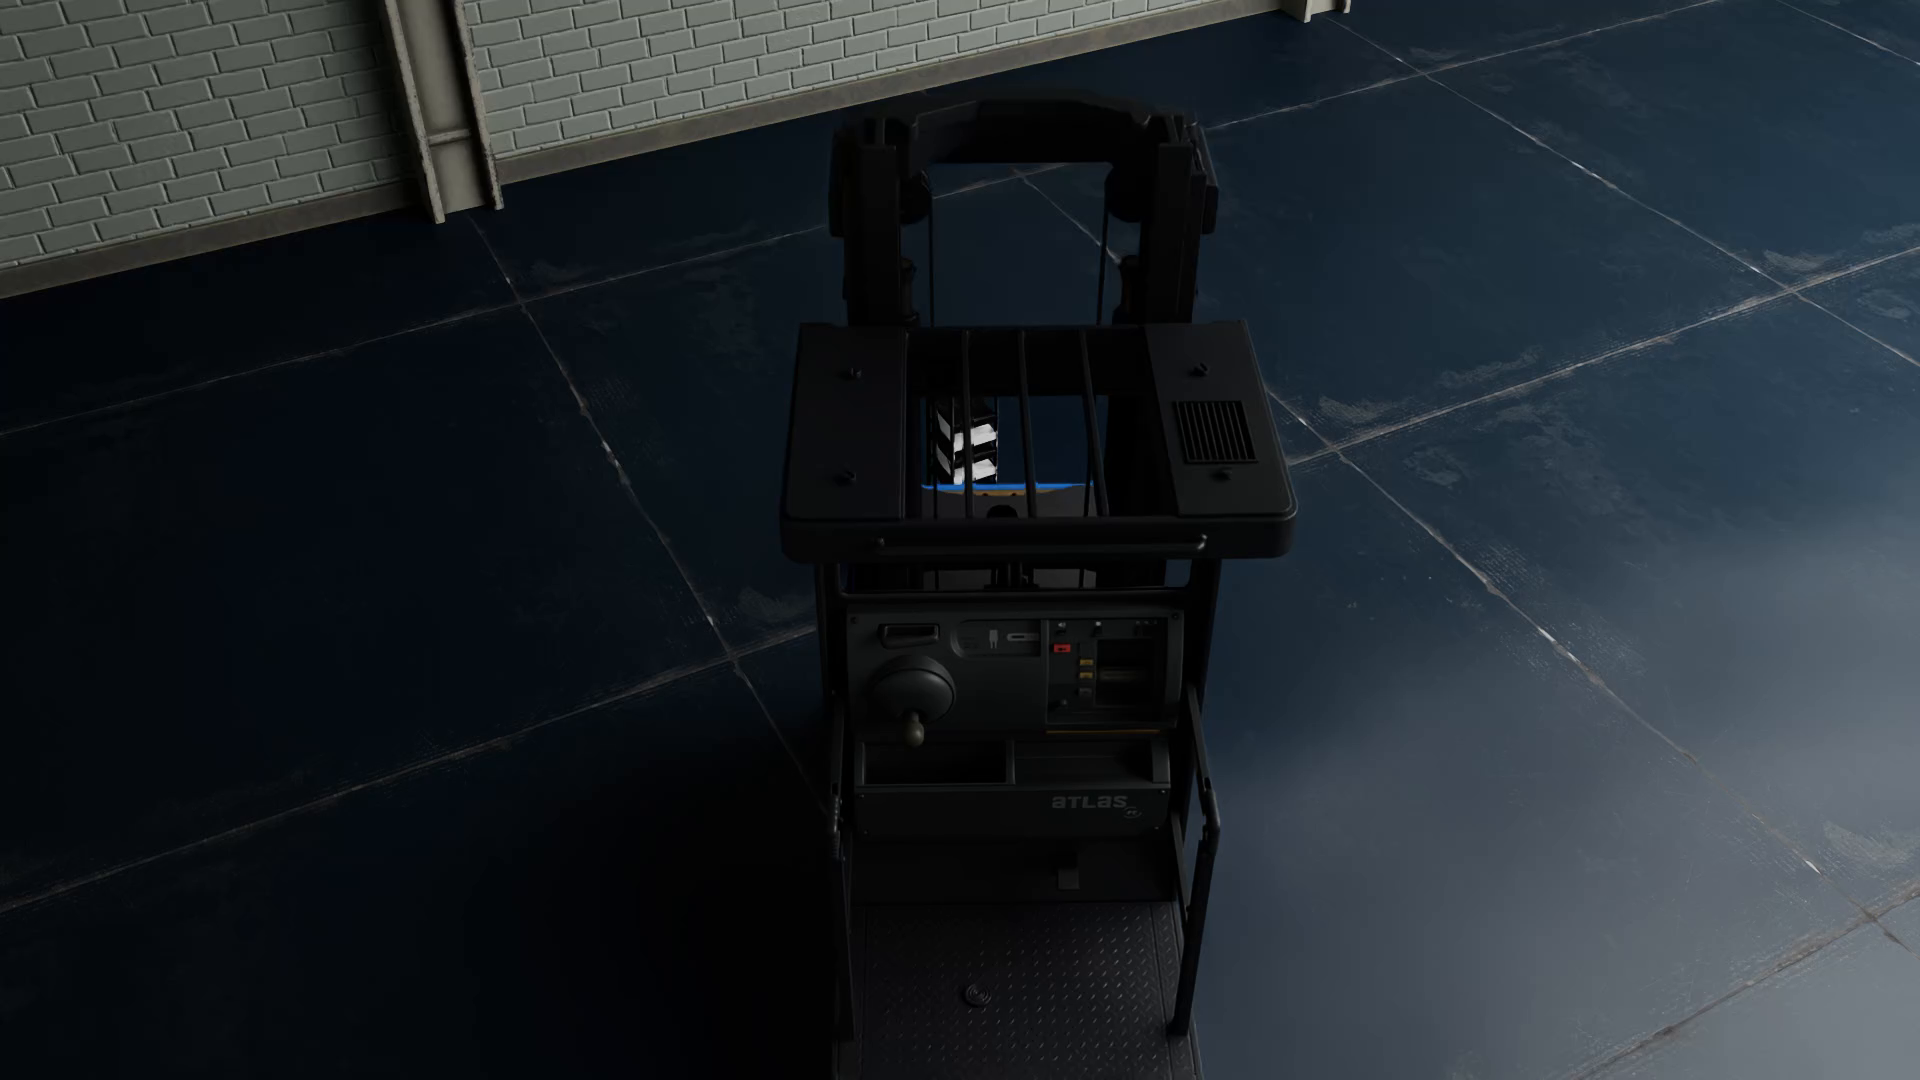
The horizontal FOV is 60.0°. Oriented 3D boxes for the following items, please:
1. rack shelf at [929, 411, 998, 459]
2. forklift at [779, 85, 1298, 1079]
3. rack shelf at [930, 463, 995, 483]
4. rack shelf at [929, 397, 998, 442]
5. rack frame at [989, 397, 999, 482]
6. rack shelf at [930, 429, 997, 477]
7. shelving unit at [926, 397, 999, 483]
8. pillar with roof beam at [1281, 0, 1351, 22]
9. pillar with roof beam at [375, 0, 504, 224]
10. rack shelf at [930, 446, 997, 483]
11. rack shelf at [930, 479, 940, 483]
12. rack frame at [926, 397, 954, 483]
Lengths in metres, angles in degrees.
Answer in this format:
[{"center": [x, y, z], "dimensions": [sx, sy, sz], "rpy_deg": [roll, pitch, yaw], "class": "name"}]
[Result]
[{"center": [0.007, -0.458, 6.867], "dimensions": [0.200, 0.077, 0.258], "rpy_deg": [-19, 44, -21], "class": "rack shelf"}, {"center": [0.158, 0.449, 4.451], "dimensions": [1.130, 2.935, 3.031], "rpy_deg": [-1, 40, -1], "class": "forklift"}, {"center": [0.007, -0.252, 7.042], "dimensions": [0.200, 0.077, 0.258], "rpy_deg": [-19, 44, -21], "class": "rack shelf"}, {"center": [0.007, -0.527, 6.809], "dimensions": [0.200, 0.077, 0.258], "rpy_deg": [-19, 44, -21], "class": "rack shelf"}, {"center": [0.097, -0.376, 6.998], "dimensions": [0.006, 0.900, 0.240], "rpy_deg": [-19, 44, -21], "class": "rack frame"}, {"center": [0.007, -0.389, 6.926], "dimensions": [0.200, 0.077, 0.258], "rpy_deg": [-19, 44, -21], "class": "rack shelf"}, {"center": [0.007, -0.346, 6.962], "dimensions": [0.210, 0.900, 0.258], "rpy_deg": [-19, 44, -21], "class": "shelving unit"}, {"center": [4.464, -4.682, 5.816], "dimensions": [0.400, 9.000, 9.100], "rpy_deg": [-19, 44, -21], "class": "pillar with roof beam"}, {"center": [-0.857, -2.892, 3.701], "dimensions": [0.400, 9.000, 9.100], "rpy_deg": [-19, 44, -21], "class": "pillar with roof beam"}, {"center": [0.007, -0.320, 6.984], "dimensions": [0.200, 0.077, 0.258], "rpy_deg": [-19, 44, -21], "class": "rack shelf"}, {"center": [0.007, -0.183, 7.100], "dimensions": [0.200, 0.077, 0.258], "rpy_deg": [-19, 44, -21], "class": "rack shelf"}, {"center": [-0.083, -0.316, 6.926], "dimensions": [0.006, 0.900, 0.240], "rpy_deg": [-19, 44, -21], "class": "rack frame"}]
